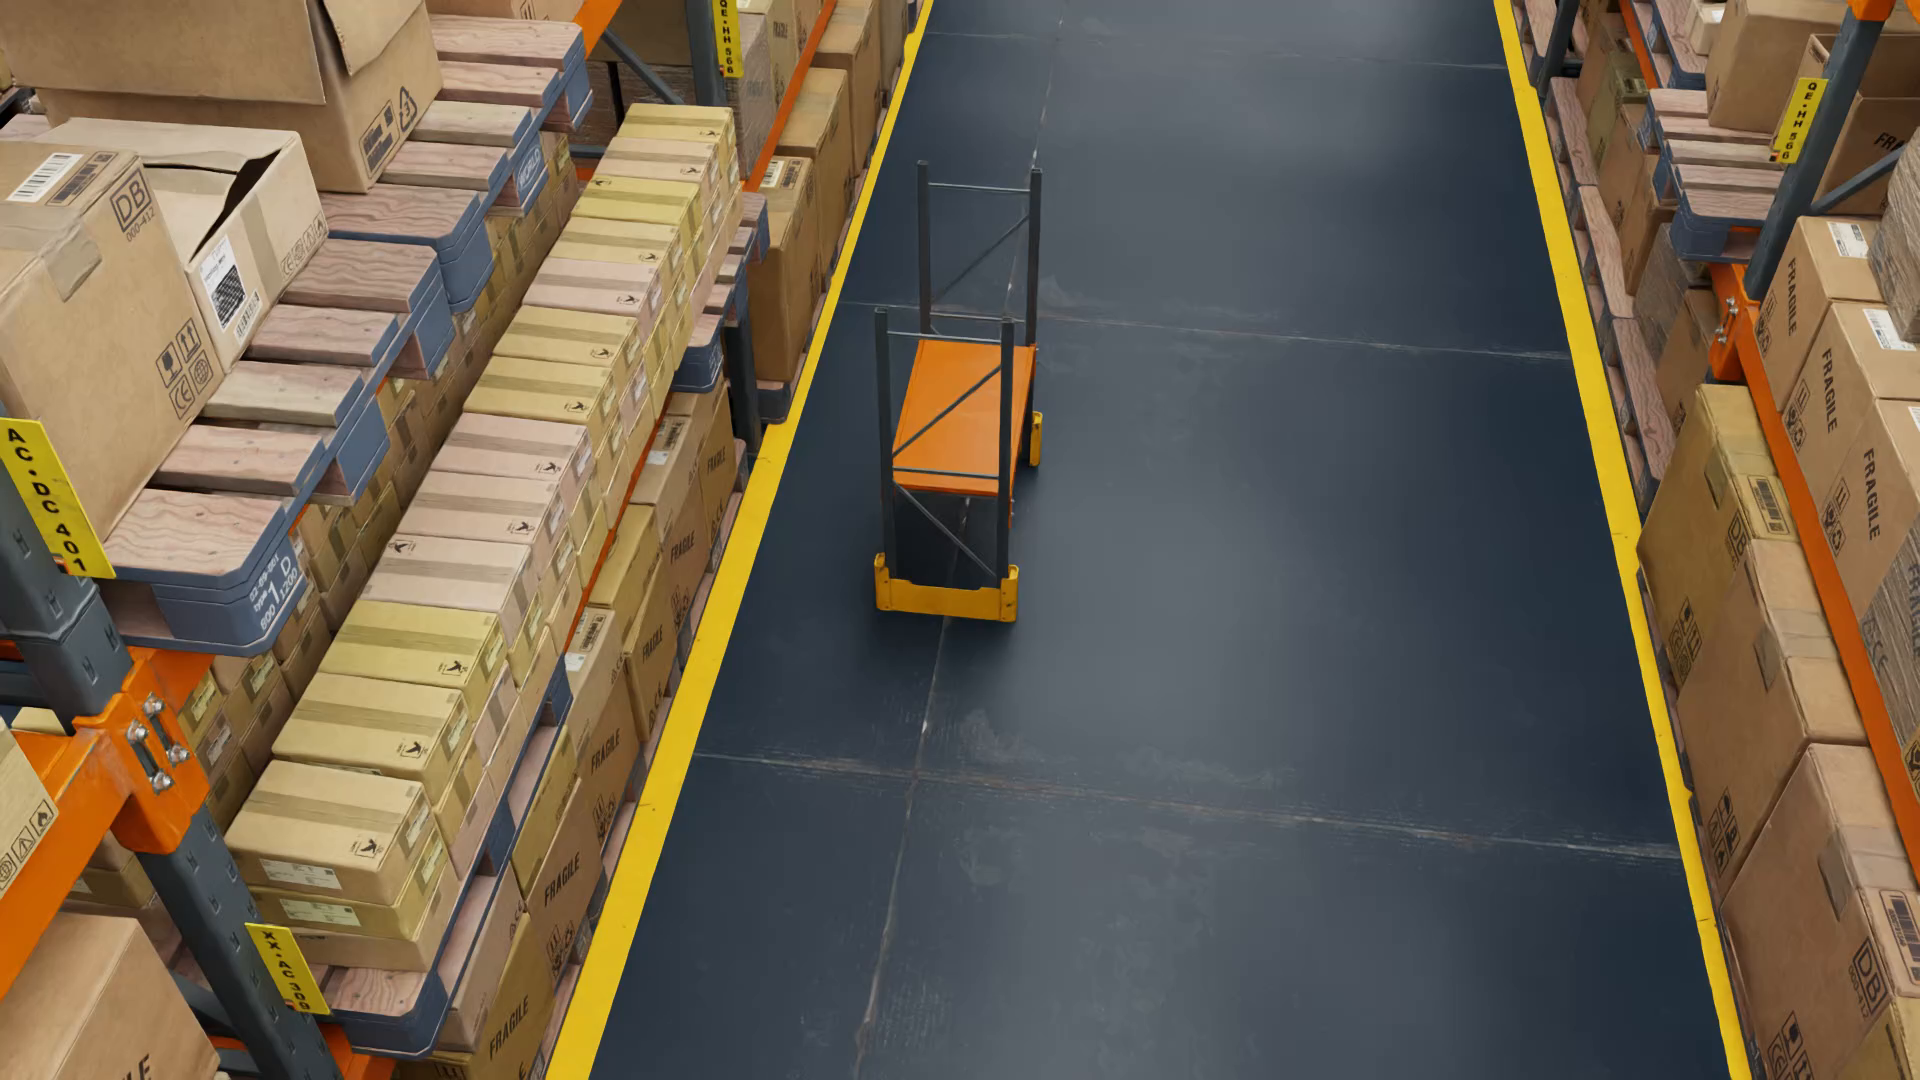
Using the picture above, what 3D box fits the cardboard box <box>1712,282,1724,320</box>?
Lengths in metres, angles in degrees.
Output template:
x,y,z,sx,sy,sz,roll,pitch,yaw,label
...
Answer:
x,y,z,sx,sy,sz,roll,pitch,yaw,label
3.542,-1.018,7.096,0.500,0.250,0.500,7,44,7,cardboard box

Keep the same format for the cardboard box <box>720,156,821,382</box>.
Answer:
x,y,z,sx,sy,sz,roll,pitch,yaw,label
-1.250,-1.297,7.768,1.050,0.750,0.750,5,44,5,cardboard box

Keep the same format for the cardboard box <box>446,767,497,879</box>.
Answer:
x,y,z,sx,sy,sz,roll,pitch,yaw,label
-1.410,0.695,4.212,0.380,0.149,0.250,6,44,6,cardboard box

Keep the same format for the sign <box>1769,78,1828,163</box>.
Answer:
x,y,z,sx,sy,sz,roll,pitch,yaw,label
2.944,-1.469,5.835,0.100,0.325,0.005,5,44,6,sign

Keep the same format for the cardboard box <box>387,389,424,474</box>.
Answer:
x,y,z,sx,sy,sz,roll,pitch,yaw,label
-1.884,-0.350,5.099,0.380,0.149,0.250,7,44,7,cardboard box

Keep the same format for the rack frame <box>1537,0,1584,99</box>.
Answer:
x,y,z,sx,sy,sz,roll,pitch,yaw,label
4.012,-3.760,9.040,1.000,3.000,0.127,5,44,6,rack frame

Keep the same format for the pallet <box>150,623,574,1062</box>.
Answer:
x,y,z,sx,sy,sz,roll,pitch,yaw,label
-1.704,0.734,4.433,1.003,0.211,1.213,5,44,6,pallet

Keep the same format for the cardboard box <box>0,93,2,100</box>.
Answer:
x,y,z,sx,sy,sz,roll,pitch,yaw,label
-6.060,-2.538,9.354,0.950,0.372,0.625,7,44,7,cardboard box

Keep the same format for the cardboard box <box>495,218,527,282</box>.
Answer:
x,y,z,sx,sy,sz,roll,pitch,yaw,label
-1.749,-1.045,5.833,0.380,0.149,0.250,4,44,4,cardboard box

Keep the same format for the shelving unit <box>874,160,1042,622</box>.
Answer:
x,y,z,sx,sy,sz,roll,pitch,yaw,label
0.010,-0.597,6.789,0.587,1.500,1.083,5,44,6,shelving unit

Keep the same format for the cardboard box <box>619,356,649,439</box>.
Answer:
x,y,z,sx,sy,sz,roll,pitch,yaw,label
-1.203,-0.466,5.221,0.380,0.149,0.250,6,44,7,cardboard box

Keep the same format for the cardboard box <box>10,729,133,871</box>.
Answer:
x,y,z,sx,sy,sz,roll,pitch,yaw,label
-2.089,0.603,3.876,0.380,0.149,0.250,7,44,7,cardboard box

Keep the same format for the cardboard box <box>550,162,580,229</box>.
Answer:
x,y,z,sx,sy,sz,roll,pitch,yaw,label
-1.679,-1.329,6.349,0.380,0.149,0.250,5,44,5,cardboard box

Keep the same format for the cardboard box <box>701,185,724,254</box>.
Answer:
x,y,z,sx,sy,sz,roll,pitch,yaw,label
-1.068,-1.163,5.958,0.380,0.149,0.250,7,44,7,cardboard box

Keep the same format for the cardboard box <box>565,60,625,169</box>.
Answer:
x,y,z,sx,sy,sz,roll,pitch,yaw,label
-1.627,-1.922,7.025,0.500,0.500,0.500,5,44,6,cardboard box

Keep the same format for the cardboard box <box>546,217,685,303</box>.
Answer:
x,y,z,sx,sy,sz,roll,pitch,yaw,label
-1.132,-0.924,5.489,0.380,0.149,0.250,6,44,7,cardboard box

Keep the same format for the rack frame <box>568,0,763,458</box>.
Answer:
x,y,z,sx,sy,sz,roll,pitch,yaw,label
-1.420,-1.554,6.710,1.000,3.000,0.127,5,44,6,rack frame

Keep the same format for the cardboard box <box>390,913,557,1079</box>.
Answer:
x,y,z,sx,sy,sz,roll,pitch,yaw,label
-1.588,1.448,5.052,0.500,0.500,0.500,7,44,7,cardboard box

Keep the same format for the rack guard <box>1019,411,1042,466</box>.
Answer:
x,y,z,sx,sy,sz,roll,pitch,yaw,label
0.076,-0.482,7.577,0.587,0.250,0.087,5,44,6,rack guard

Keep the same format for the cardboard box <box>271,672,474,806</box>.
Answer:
x,y,z,sx,sy,sz,roll,pitch,yaw,label
-1.410,0.477,4.009,0.380,0.149,0.250,6,44,7,cardboard box

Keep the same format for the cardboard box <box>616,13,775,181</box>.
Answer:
x,y,z,sx,sy,sz,roll,pitch,yaw,label
-1.093,-1.872,6.973,0.500,0.500,0.500,6,44,6,cardboard box

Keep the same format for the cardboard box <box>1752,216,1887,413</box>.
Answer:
x,y,z,sx,sy,sz,roll,pitch,yaw,label
3.149,-0.764,5.803,0.500,0.500,0.500,6,44,7,cardboard box

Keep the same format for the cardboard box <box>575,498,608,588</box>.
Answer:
x,y,z,sx,sy,sz,roll,pitch,yaw,label
-1.274,-0.006,4.952,0.380,0.149,0.250,5,44,5,cardboard box

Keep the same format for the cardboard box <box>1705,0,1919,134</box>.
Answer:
x,y,z,sx,sy,sz,roll,pitch,yaw,label
3.489,-1.984,6.786,0.700,0.500,0.500,11,45,12,cardboard box

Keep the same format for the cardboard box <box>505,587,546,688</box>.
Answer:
x,y,z,sx,sy,sz,roll,pitch,yaw,label
-1.341,0.246,4.469,0.380,0.149,0.250,4,44,4,cardboard box

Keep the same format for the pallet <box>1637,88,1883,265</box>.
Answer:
x,y,z,sx,sy,sz,roll,pitch,yaw,label
3.472,-1.460,6.750,1.213,0.211,1.003,5,44,6,pallet

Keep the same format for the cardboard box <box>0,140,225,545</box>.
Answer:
x,y,z,sx,sy,sz,roll,pitch,yaw,label
-1.790,-0.354,2.883,0.700,0.500,0.500,5,44,6,cardboard box

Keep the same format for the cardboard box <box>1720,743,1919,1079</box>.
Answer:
x,y,z,sx,sy,sz,roll,pitch,yaw,label
3.136,1.264,4.974,1.225,0.875,0.875,4,44,4,cardboard box

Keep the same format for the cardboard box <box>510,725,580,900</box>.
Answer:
x,y,z,sx,sy,sz,roll,pitch,yaw,label
-1.521,0.812,5.178,0.500,0.250,0.500,6,44,7,cardboard box

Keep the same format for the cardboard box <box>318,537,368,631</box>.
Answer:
x,y,z,sx,sy,sz,roll,pitch,yaw,label
-1.960,0.114,4.825,0.380,0.149,0.250,4,44,4,cardboard box

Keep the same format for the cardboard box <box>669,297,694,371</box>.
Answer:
x,y,z,sx,sy,sz,roll,pitch,yaw,label
-1.135,-0.723,5.710,0.380,0.149,0.250,5,44,5,cardboard box

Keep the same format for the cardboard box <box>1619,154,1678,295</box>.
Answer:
x,y,z,sx,sy,sz,roll,pitch,yaw,label
3.680,-1.511,8.162,0.700,0.500,0.500,9,44,9,cardboard box

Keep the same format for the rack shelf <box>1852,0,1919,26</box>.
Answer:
x,y,z,sx,sy,sz,roll,pitch,yaw,label
3.218,-0.499,3.937,1.077,0.370,4.000,5,44,6,rack shelf

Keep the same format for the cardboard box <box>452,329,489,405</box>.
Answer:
x,y,z,sx,sy,sz,roll,pitch,yaw,label
-1.817,-0.596,5.575,0.380,0.149,0.250,7,44,7,cardboard box

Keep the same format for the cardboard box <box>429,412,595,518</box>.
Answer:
x,y,z,sx,sy,sz,roll,pitch,yaw,label
-1.271,-0.213,4.738,0.380,0.149,0.250,7,44,7,cardboard box

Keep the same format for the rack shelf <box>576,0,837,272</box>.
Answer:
x,y,z,sx,sy,sz,roll,pitch,yaw,label
-1.156,-2.656,8.397,1.077,0.370,4.000,5,44,6,rack shelf

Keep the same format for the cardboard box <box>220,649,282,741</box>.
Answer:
x,y,z,sx,sy,sz,roll,pitch,yaw,label
-2.023,0.365,4.344,0.380,0.149,0.250,7,44,7,cardboard box

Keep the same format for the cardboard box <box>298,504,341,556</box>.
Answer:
x,y,z,sx,sy,sz,roll,pitch,yaw,label
-1.948,-0.102,4.621,0.380,0.149,0.250,4,44,4,cardboard box

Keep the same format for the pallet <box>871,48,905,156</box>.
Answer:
x,y,z,sx,sy,sz,roll,pitch,yaw,label
-0.919,-2.735,9.985,1.003,0.211,1.213,5,44,6,pallet

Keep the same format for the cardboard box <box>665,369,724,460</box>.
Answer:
x,y,z,sx,sy,sz,roll,pitch,yaw,label
-1.251,-0.581,6.649,0.500,0.250,0.500,4,44,5,cardboard box

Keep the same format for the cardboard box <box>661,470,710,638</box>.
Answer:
x,y,z,sx,sy,sz,roll,pitch,yaw,label
-1.320,0.027,6.553,0.500,0.500,0.500,7,44,7,cardboard box

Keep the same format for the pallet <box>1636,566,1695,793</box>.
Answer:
x,y,z,sx,sy,sz,roll,pitch,yaw,label
3.304,0.509,6.559,1.003,0.211,1.213,5,44,6,pallet

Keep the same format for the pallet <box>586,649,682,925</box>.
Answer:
x,y,z,sx,sy,sz,roll,pitch,yaw,label
-1.689,0.820,6.230,1.003,0.211,1.213,5,44,6,pallet

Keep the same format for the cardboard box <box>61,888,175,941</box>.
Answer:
x,y,z,sx,sy,sz,roll,pitch,yaw,label
-2.093,0.822,4.077,0.380,0.149,0.250,4,44,5,cardboard box

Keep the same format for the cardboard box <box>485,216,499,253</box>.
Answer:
x,y,z,sx,sy,sz,roll,pitch,yaw,label
-1.779,-1.003,5.573,0.380,0.149,0.250,4,44,4,cardboard box

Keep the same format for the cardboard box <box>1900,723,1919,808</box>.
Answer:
x,y,z,sx,sy,sz,roll,pitch,yaw,label
2.880,0.618,4.342,0.500,0.500,0.500,5,44,5,cardboard box
